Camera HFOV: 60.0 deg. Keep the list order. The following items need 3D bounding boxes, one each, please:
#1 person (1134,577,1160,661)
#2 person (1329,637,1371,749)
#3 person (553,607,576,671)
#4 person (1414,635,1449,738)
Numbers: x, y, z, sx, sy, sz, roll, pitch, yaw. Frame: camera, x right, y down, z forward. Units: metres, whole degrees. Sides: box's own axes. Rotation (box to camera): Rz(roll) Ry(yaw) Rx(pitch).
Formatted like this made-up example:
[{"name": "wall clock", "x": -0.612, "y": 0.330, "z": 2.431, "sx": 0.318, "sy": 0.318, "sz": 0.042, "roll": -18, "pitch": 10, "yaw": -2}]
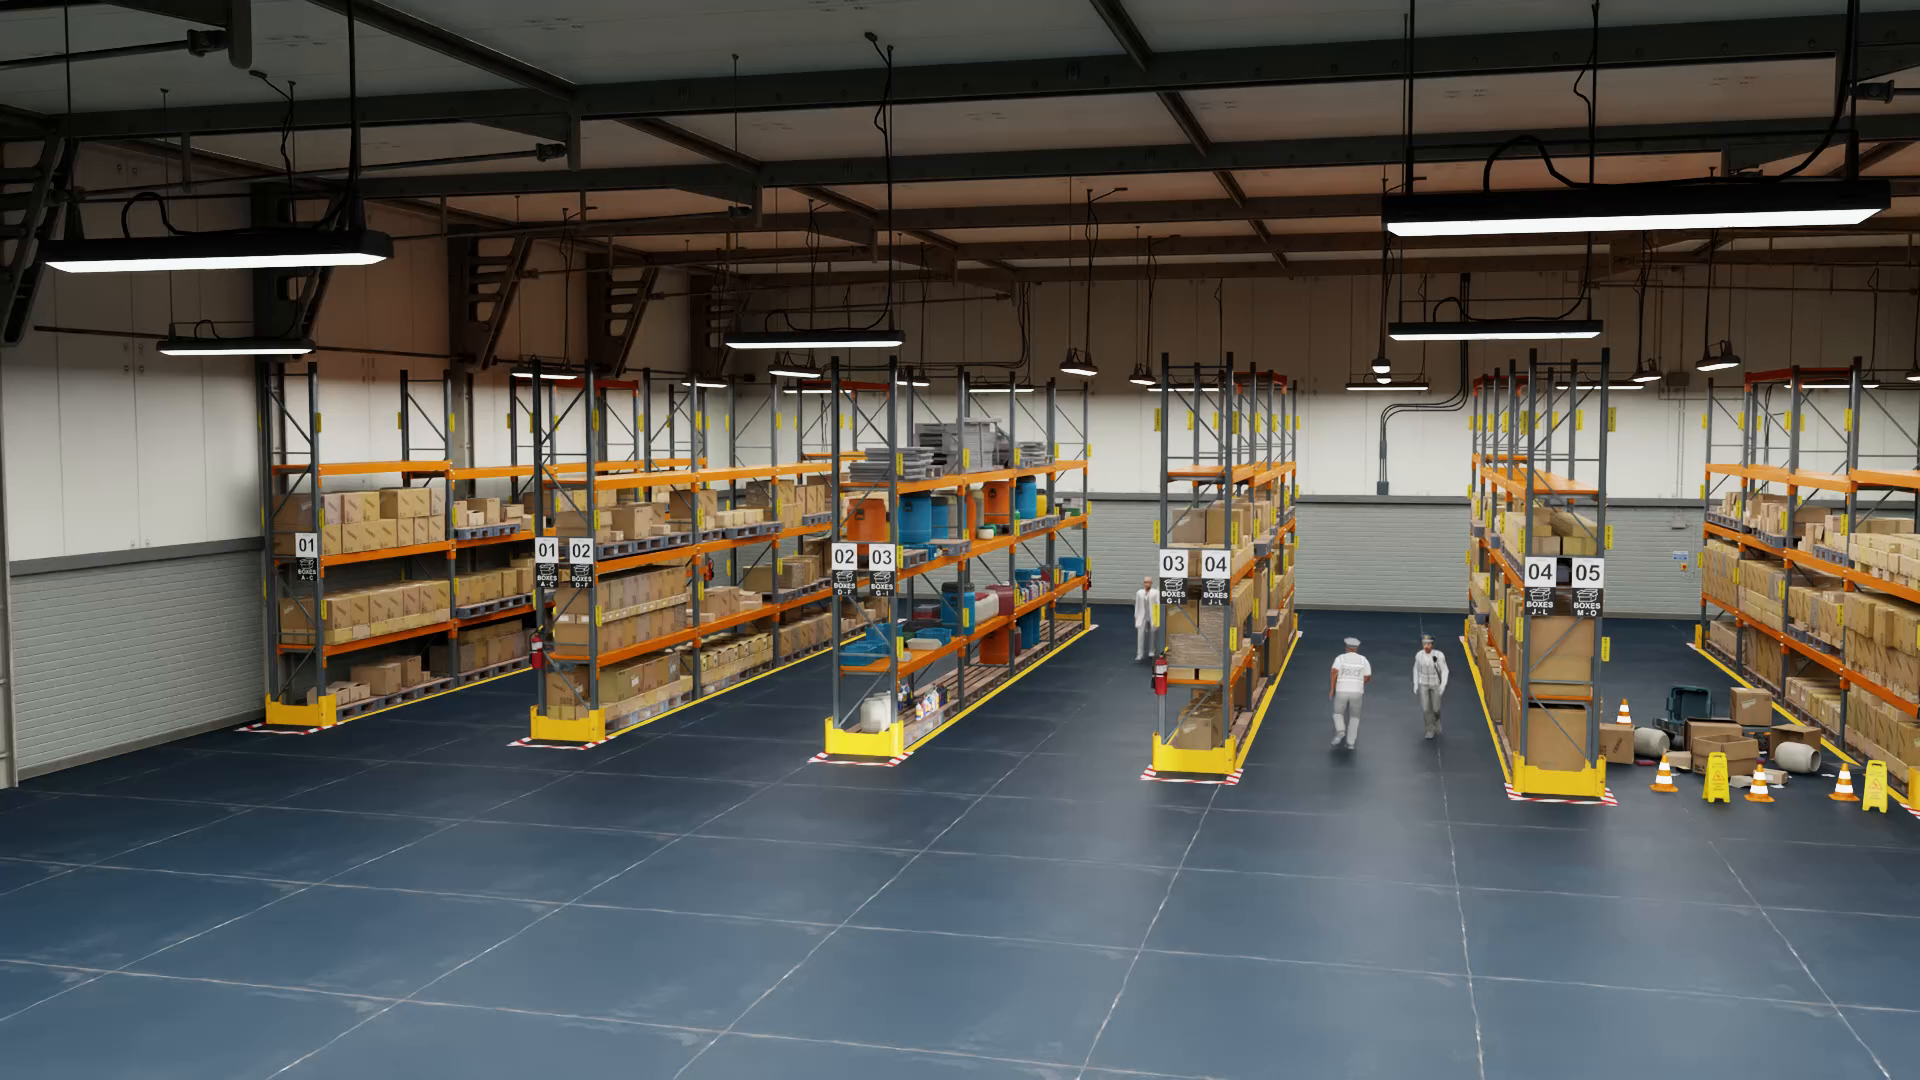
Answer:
[{"name": "person", "x": 3.957, "y": 1.647, "z": 35.053, "sx": 0.594, "sy": 1.717, "sz": 1.114, "roll": 1, "pitch": 4, "yaw": 9}, {"name": "person", "x": 6.049, "y": 2.358, "z": 25.815, "sx": 0.625, "sy": 1.660, "sz": 0.740, "roll": 1, "pitch": 4, "yaw": 16}, {"name": "person", "x": -7.627, "y": 1.862, "z": 31.953, "sx": 0.566, "sy": 1.744, "sz": 0.528, "roll": 2, "pitch": 5, "yaw": 27}, {"name": "person", "x": 7.536, "y": 2.315, "z": 26.576, "sx": 0.550, "sy": 1.655, "sz": 0.582, "roll": 2, "pitch": 5, "yaw": 27}]
